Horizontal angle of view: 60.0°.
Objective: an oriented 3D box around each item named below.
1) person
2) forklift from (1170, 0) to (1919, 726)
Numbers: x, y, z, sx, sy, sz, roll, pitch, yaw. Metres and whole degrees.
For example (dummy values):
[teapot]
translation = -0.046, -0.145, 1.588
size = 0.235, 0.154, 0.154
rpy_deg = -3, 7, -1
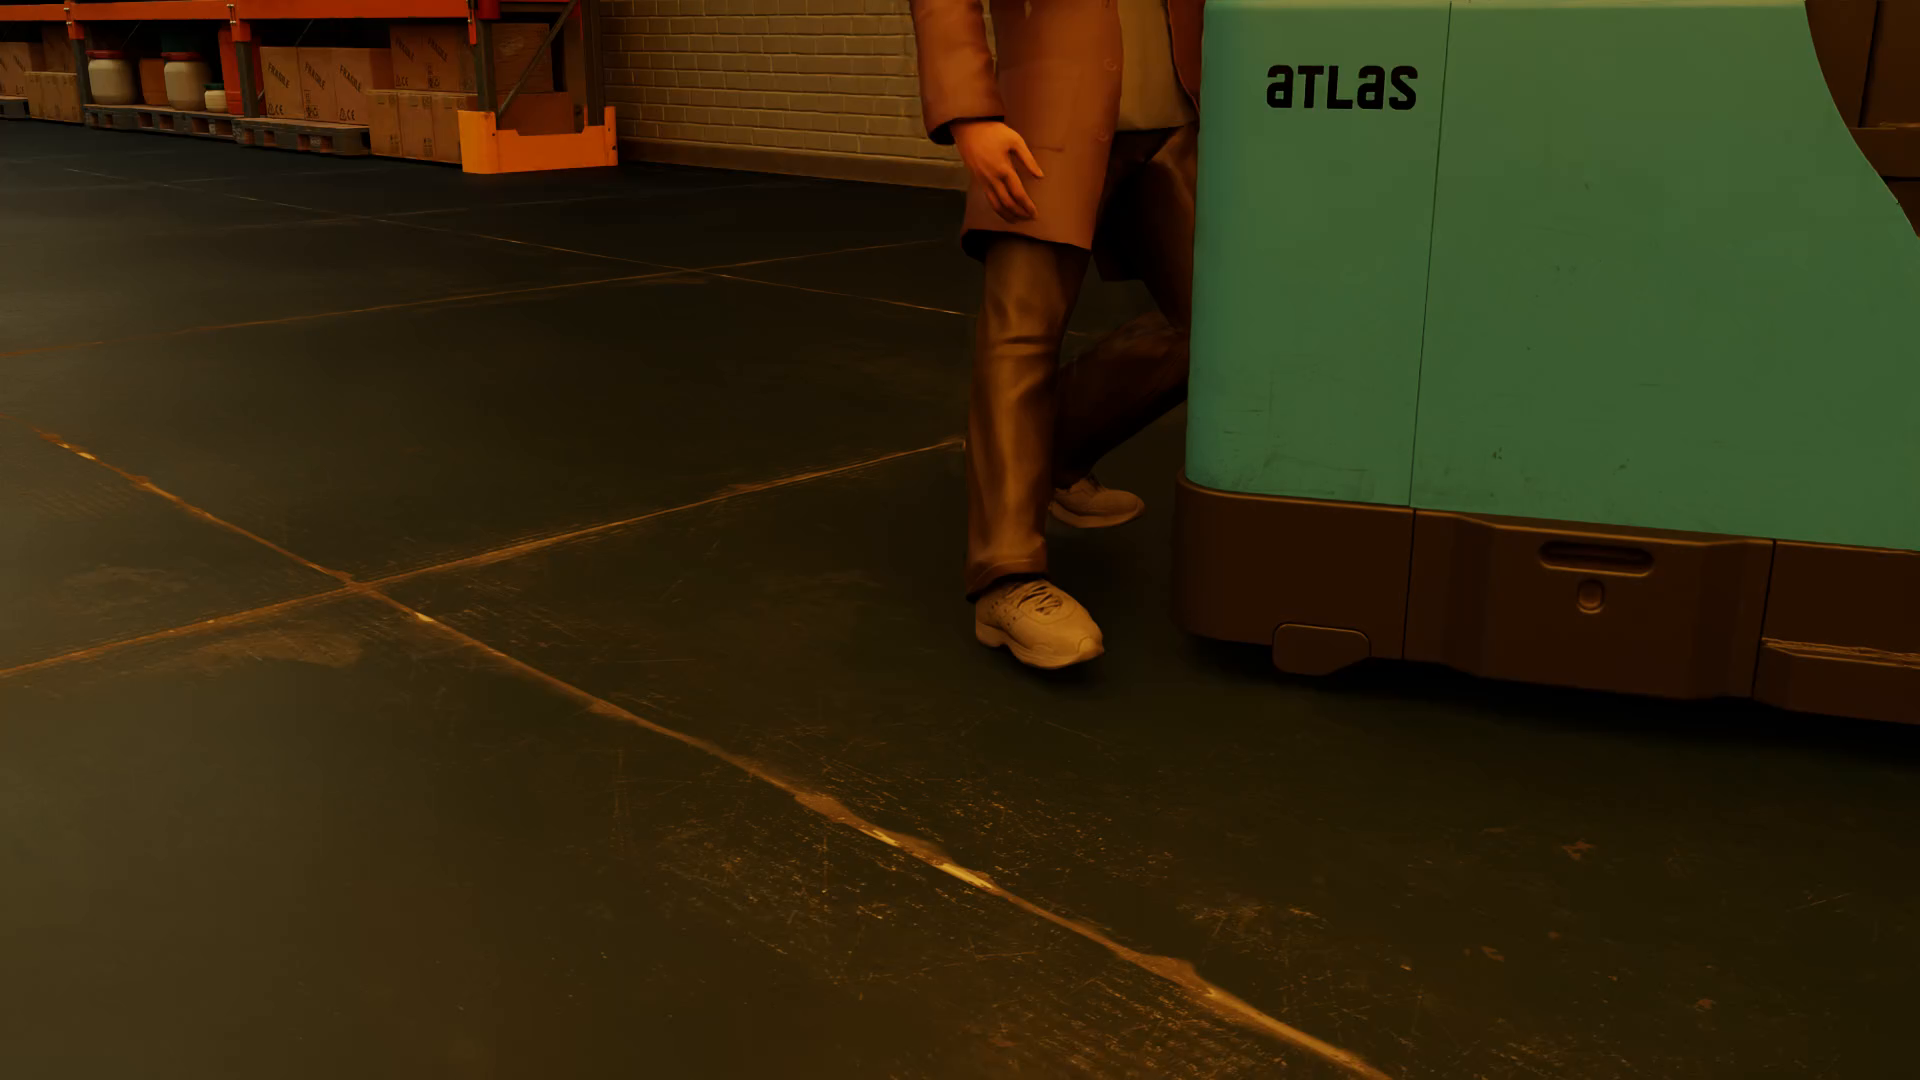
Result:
[person]
translation = 0.290, -0.700, 2.792
size = 0.774, 1.695, 0.751
rpy_deg = -10, 20, -29
[forklift]
translation = 1.921, -1.187, 2.268
size = 3.031, 2.935, 1.130
rpy_deg = 6, 18, 18
